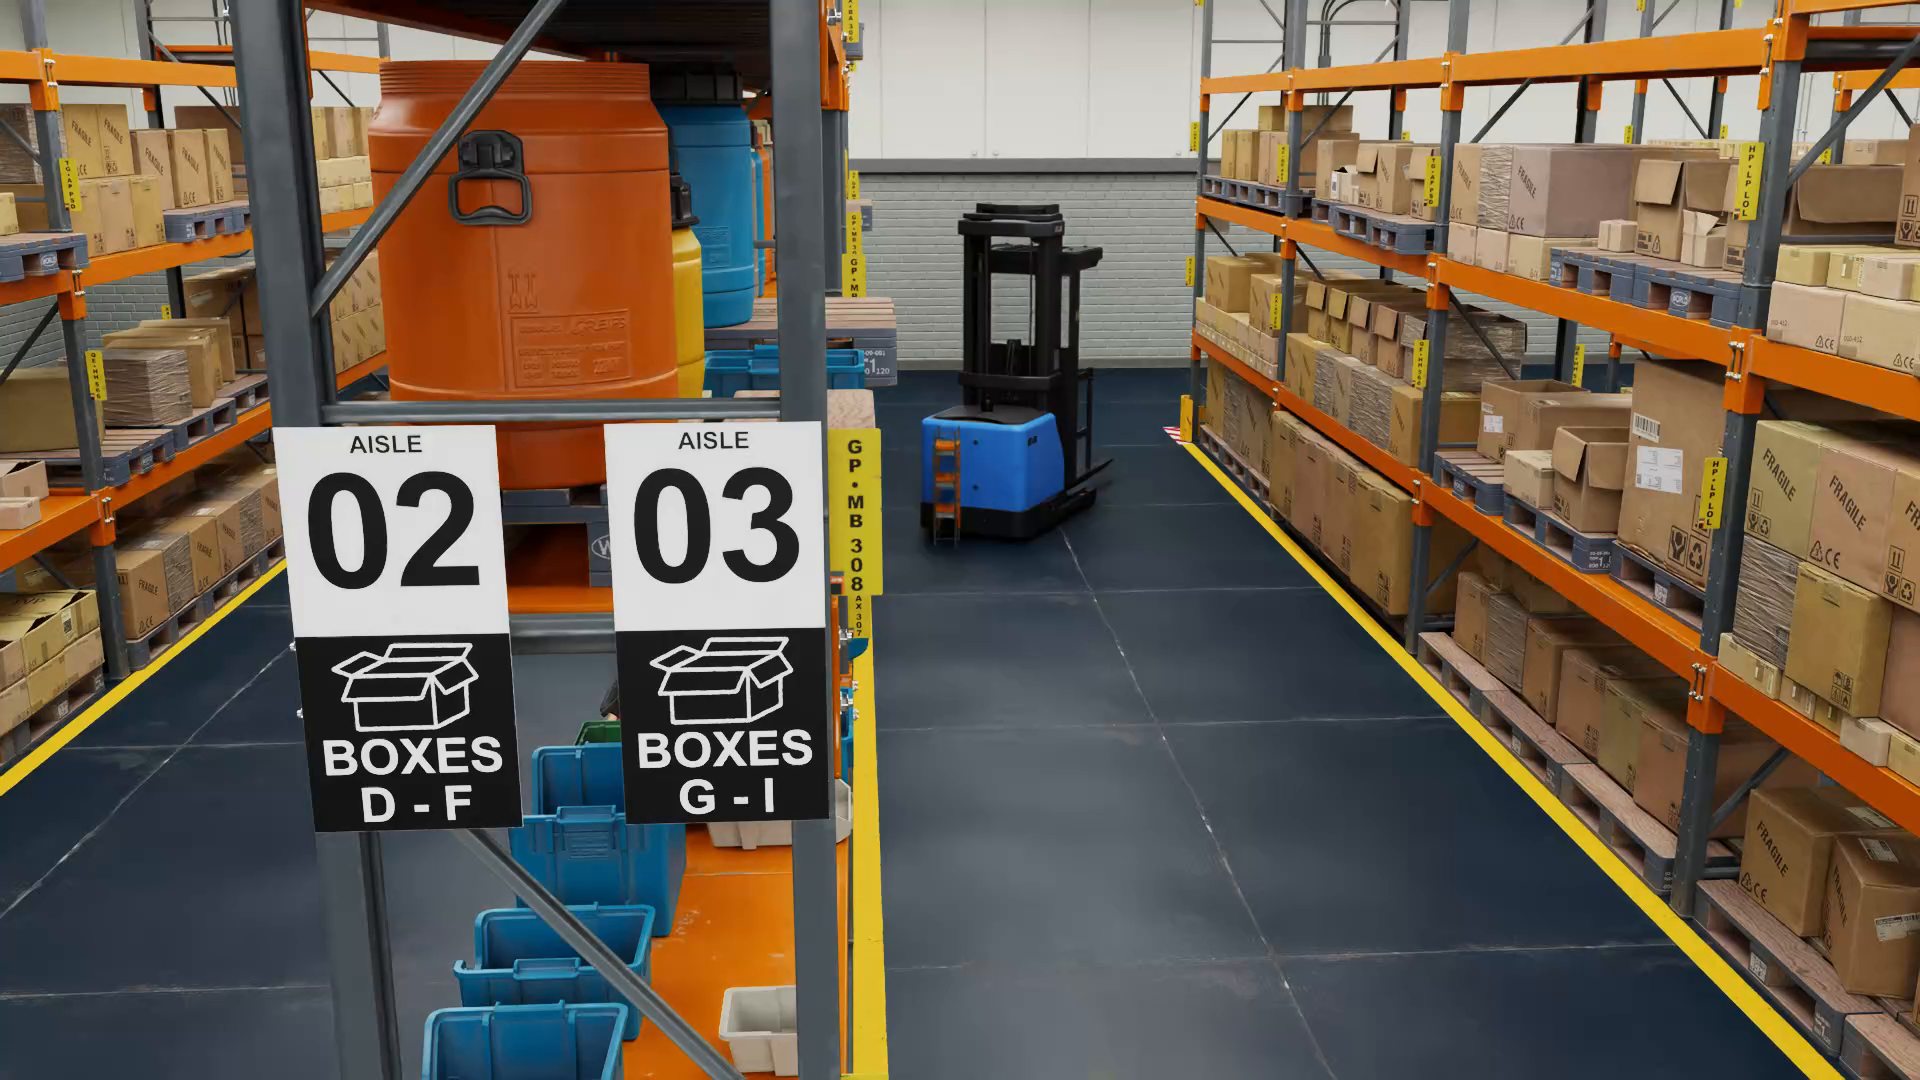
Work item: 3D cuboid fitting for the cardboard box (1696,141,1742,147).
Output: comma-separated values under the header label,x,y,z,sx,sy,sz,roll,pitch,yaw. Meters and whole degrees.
label,x,y,z,sx,sy,sz,roll,pitch,yaw
cardboard box,7.952,-4.103,17.431,0.380,0.149,0.250,0,14,-2

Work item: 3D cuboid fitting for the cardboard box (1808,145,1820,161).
label,x,y,z,sx,sy,sz,roll,pitch,yaw
cardboard box,8.115,-3.588,15.430,0.380,0.149,0.250,-2,15,-6

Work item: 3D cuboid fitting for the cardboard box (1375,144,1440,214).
label,x,y,z,sx,sy,sz,roll,pitch,yaw
cardboard box,3.448,-2.722,12.521,0.500,0.500,0.500,0,14,0

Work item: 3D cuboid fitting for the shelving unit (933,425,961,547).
label,x,y,z,sx,sy,sz,roll,pitch,yaw
shelving unit,-0.116,-0.478,14.778,0.215,1.050,0.252,2,15,7

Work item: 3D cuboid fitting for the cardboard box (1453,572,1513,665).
label,x,y,z,sx,sy,sz,roll,pitch,yaw
cardboard box,3.761,0.511,11.155,0.700,0.500,0.500,-2,15,-6

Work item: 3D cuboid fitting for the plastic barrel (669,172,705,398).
label,x,y,z,sx,sy,sz,roll,pitch,yaw
plastic barrel,-0.946,-0.616,4.160,0.600,0.588,0.600,0,14,0

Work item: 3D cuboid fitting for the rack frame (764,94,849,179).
label,x,y,z,sx,sy,sz,roll,pitch,yaw
rack frame,-1.740,-5.472,18.233,1.000,3.000,0.127,-1,14,-3

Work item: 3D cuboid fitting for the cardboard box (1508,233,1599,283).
label,x,y,z,sx,sy,sz,roll,pitch,yaw
cardboard box,3.547,-1.657,9.728,0.500,0.250,0.500,-1,14,-2

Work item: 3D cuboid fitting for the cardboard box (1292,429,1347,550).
label,x,y,z,sx,sy,sz,roll,pitch,yaw
cardboard box,3.567,-0.441,14.143,1.225,0.875,0.875,-1,14,-5

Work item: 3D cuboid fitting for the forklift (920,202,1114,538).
label,x,y,z,sx,sy,sz,roll,pitch,yaw
forklift,0.696,-1.756,15.969,1.130,2.935,3.031,6,16,23

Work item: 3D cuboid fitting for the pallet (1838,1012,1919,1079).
label,x,y,z,sx,sy,sz,roll,pitch,yaw
pallet,4.102,2.163,6.197,1.003,0.211,1.213,-1,14,-3

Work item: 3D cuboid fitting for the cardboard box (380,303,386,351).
label,x,y,z,sx,sy,sz,roll,pitch,yaw
cardboard box,-6.349,-2.303,17.757,0.500,0.500,0.500,-1,14,-3

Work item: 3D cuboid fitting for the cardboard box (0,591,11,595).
label,x,y,z,sx,sy,sz,roll,pitch,yaw
cardboard box,-6.449,0.490,10.651,0.500,0.311,0.500,0,14,-2

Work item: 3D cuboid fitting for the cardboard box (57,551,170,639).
label,x,y,z,sx,sy,sz,roll,pitch,yaw
cardboard box,-5.931,0.379,11.668,0.500,0.500,0.500,0,14,-1

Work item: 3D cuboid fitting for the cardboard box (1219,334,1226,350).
label,x,y,z,sx,sy,sz,roll,pitch,yaw
cardboard box,2.978,-2.108,17.704,0.380,0.149,0.250,-1,14,-4

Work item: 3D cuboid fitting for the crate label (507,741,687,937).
label,x,y,z,sx,sy,sz,roll,pitch,yaw
crate label,-1.133,0.942,5.274,0.502,0.435,0.616,-1,14,-3

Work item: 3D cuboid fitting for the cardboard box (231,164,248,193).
label,x,y,z,sx,sy,sz,roll,pitch,yaw
cardboard box,-6.218,-3.243,14.888,0.500,0.250,0.500,-1,14,-3

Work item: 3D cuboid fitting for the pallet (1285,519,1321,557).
label,x,y,z,sx,sy,sz,roll,pitch,yaw
pallet,3.574,-0.107,15.018,1.003,0.211,1.213,-1,14,-3

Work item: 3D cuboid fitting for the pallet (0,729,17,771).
label,x,y,z,sx,sy,sz,roll,pitch,yaw
pallet,-6.104,1.357,9.327,1.003,0.211,1.213,-1,14,-3

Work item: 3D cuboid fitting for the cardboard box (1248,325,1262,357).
label,x,y,z,sx,sy,sz,roll,pitch,yaw
cardboard box,3.127,-1.954,16.304,0.500,0.250,0.500,0,14,-2

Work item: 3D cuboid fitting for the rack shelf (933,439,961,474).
label,x,y,z,sx,sy,sz,roll,pitch,yaw
rack shelf,-0.116,-0.743,14.710,0.215,0.259,0.240,2,15,7

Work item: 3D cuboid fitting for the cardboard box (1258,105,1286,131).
label,x,y,z,sx,sy,sz,roll,pitch,yaw
cardboard box,3.319,-4.256,16.780,0.500,0.250,0.500,-1,14,-5

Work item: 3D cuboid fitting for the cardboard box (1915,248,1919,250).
label,x,y,z,sx,sy,sz,roll,pitch,yaw
cardboard box,4.255,-1.155,6.977,0.380,0.149,0.250,0,14,-2

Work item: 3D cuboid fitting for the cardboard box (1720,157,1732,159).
label,x,y,z,sx,sy,sz,roll,pitch,yaw
cardboard box,8.014,-3.822,17.138,0.500,0.250,0.500,-1,14,-6

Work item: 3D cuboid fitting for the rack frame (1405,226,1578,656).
label,x,y,z,sx,sy,sz,roll,pitch,yaw
rack frame,3.699,-0.653,11.545,1.000,3.000,0.127,-1,14,-3

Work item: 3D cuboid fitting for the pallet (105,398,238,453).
label,x,y,z,sx,sy,sz,roll,pitch,yaw
pallet,-6.314,-0.892,12.858,1.003,0.211,1.213,-1,14,-3

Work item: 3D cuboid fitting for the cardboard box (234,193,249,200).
label,x,y,z,sx,sy,sz,roll,pitch,yaw
cardboard box,-6.219,-3.001,14.951,0.500,0.250,0.500,-1,14,-3

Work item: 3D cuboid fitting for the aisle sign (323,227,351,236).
label,x,y,z,sx,sy,sz,roll,pitch,yaw
aisle sign,-6.981,-3.762,18.412,0.394,0.787,0.004,-1,14,-3

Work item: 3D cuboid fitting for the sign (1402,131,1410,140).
label,x,y,z,sx,sy,sz,roll,pitch,yaw
sign,3.992,-3.514,14.976,0.100,0.325,0.005,-1,14,-3

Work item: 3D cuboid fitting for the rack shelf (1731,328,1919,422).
label,x,y,z,sx,sy,sz,roll,pitch,yaw
rack shelf,4.071,-0.265,5.461,1.077,0.370,4.000,-1,14,-3

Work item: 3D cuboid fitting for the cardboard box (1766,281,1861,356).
label,x,y,z,sx,sy,sz,roll,pitch,yaw
cardboard box,3.719,-0.923,6.873,0.500,0.250,0.500,-1,15,-6

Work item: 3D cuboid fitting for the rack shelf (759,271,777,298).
label,x,y,z,sx,sy,sz,roll,pitch,yaw
rack shelf,-1.120,-1.184,9.031,1.077,0.370,4.000,-1,14,-3

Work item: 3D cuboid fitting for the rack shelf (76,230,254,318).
label,x,y,z,sx,sy,sz,roll,pitch,yaw
rack shelf,-6.312,-2.103,12.603,1.077,0.370,4.000,-1,14,-3

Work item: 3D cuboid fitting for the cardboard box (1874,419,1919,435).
label,x,y,z,sx,sy,sz,roll,pitch,yaw
cardboard box,4.249,-0.227,7.086,0.500,0.500,0.500,-1,14,-3

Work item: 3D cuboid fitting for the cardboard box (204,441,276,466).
label,x,y,z,sx,sy,sz,roll,pitch,yaw
cardboard box,-6.755,-0.636,15.611,0.500,0.500,0.500,-1,14,-3

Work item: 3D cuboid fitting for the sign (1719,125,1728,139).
label,x,y,z,sx,sy,sz,roll,pitch,yaw
sign,8.715,-4.579,19.008,0.100,0.325,0.005,-1,14,-3

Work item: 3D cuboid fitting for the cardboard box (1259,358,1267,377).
label,x,y,z,sx,sy,sz,roll,pitch,yaw
cardboard box,3.089,-1.661,15.967,0.380,0.149,0.250,-1,14,-2

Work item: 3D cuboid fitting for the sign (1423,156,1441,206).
label,x,y,z,sx,sy,sz,roll,pitch,yaw
sign,3.145,-2.388,11.072,0.100,0.325,0.005,-1,14,-3

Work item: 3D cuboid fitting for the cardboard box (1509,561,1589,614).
label,x,y,z,sx,sy,sz,roll,pitch,yaw
cardboard box,3.814,0.279,10.550,0.500,0.250,0.500,1,14,3

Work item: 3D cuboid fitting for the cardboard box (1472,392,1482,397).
label,x,y,z,sx,sy,sz,roll,pitch,yaw
cardboard box,3.941,-0.827,12.019,0.500,0.500,0.500,0,14,-2

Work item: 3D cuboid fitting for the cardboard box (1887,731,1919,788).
label,x,y,z,sx,sy,sz,roll,pitch,yaw
cardboard box,3.762,0.832,6.277,0.380,0.149,0.250,-1,14,-3

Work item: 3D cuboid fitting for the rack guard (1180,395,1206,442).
label,x,y,z,sx,sy,sz,roll,pitch,yaw
rack guard,3.202,-1.438,19.613,1.175,0.500,0.348,-1,14,-3

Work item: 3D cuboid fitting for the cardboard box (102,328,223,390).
label,x,y,z,sx,sy,sz,roll,pitch,yaw
cardboard box,-6.524,-1.456,13.624,0.700,0.500,0.500,1,14,5

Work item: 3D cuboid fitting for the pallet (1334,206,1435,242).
label,x,y,z,sx,sy,sz,roll,pitch,yaw
pallet,3.534,-2.452,12.895,1.003,0.211,1.213,0,14,-1

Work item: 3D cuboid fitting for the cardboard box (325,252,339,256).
label,x,y,z,sx,sy,sz,roll,pitch,yaw
cardboard box,-6.880,-2.779,17.600,0.500,0.500,0.500,-1,14,-3

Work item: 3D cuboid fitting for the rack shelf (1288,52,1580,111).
label,x,y,z,sx,sy,sz,roll,pitch,yaw
rack shelf,3.575,-3.514,12.870,1.077,0.370,4.000,-1,14,-3

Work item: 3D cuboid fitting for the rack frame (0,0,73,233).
label,x,y,z,sx,sy,sz,roll,pitch,yaw
rack frame,-6.188,-3.407,10.207,1.000,3.000,0.127,-1,14,-3

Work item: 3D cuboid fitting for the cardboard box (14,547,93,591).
label,x,y,z,sx,sy,sz,roll,pitch,yaw
cardboard box,-6.481,0.267,12.101,0.500,0.500,0.500,0,14,-1

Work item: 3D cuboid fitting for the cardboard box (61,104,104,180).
label,x,y,z,sx,sy,sz,roll,pitch,yaw
cardboard box,-6.241,-2.722,11.359,0.500,0.500,0.500,-1,14,-3

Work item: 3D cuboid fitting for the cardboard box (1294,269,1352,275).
label,x,y,z,sx,sy,sz,roll,pitch,yaw
cardboard box,3.617,-2.458,16.757,0.500,0.500,0.500,-1,14,-5

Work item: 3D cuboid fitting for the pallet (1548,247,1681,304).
label,x,y,z,sx,sy,sz,roll,pitch,yaw
pallet,3.948,-1.433,8.934,1.213,0.211,1.003,-1,14,-3

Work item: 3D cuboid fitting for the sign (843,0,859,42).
label,x,y,z,sx,sy,sz,roll,pitch,yaw
sign,-0.696,-3.336,10.580,0.100,0.325,0.005,-1,14,-3

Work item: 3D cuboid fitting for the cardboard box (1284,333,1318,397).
label,x,y,z,sx,sy,sz,roll,pitch,yaw
cardboard box,3.230,-1.578,14.939,0.500,0.500,0.500,-1,14,-3

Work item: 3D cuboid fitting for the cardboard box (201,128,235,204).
label,x,y,z,sx,sy,sz,roll,pitch,yaw
cardboard box,-6.479,-3.122,13.878,0.600,0.600,0.600,-2,15,-9

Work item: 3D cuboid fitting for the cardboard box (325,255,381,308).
label,x,y,z,sx,sy,sz,roll,pitch,yaw
cardboard box,-6.313,-2.662,17.147,0.500,0.500,0.500,0,14,-2

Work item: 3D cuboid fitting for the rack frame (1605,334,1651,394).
label,x,y,z,sx,sy,sz,roll,pitch,yaw
rack frame,8.160,-2.694,19.478,1.000,3.000,0.127,-1,14,-3
